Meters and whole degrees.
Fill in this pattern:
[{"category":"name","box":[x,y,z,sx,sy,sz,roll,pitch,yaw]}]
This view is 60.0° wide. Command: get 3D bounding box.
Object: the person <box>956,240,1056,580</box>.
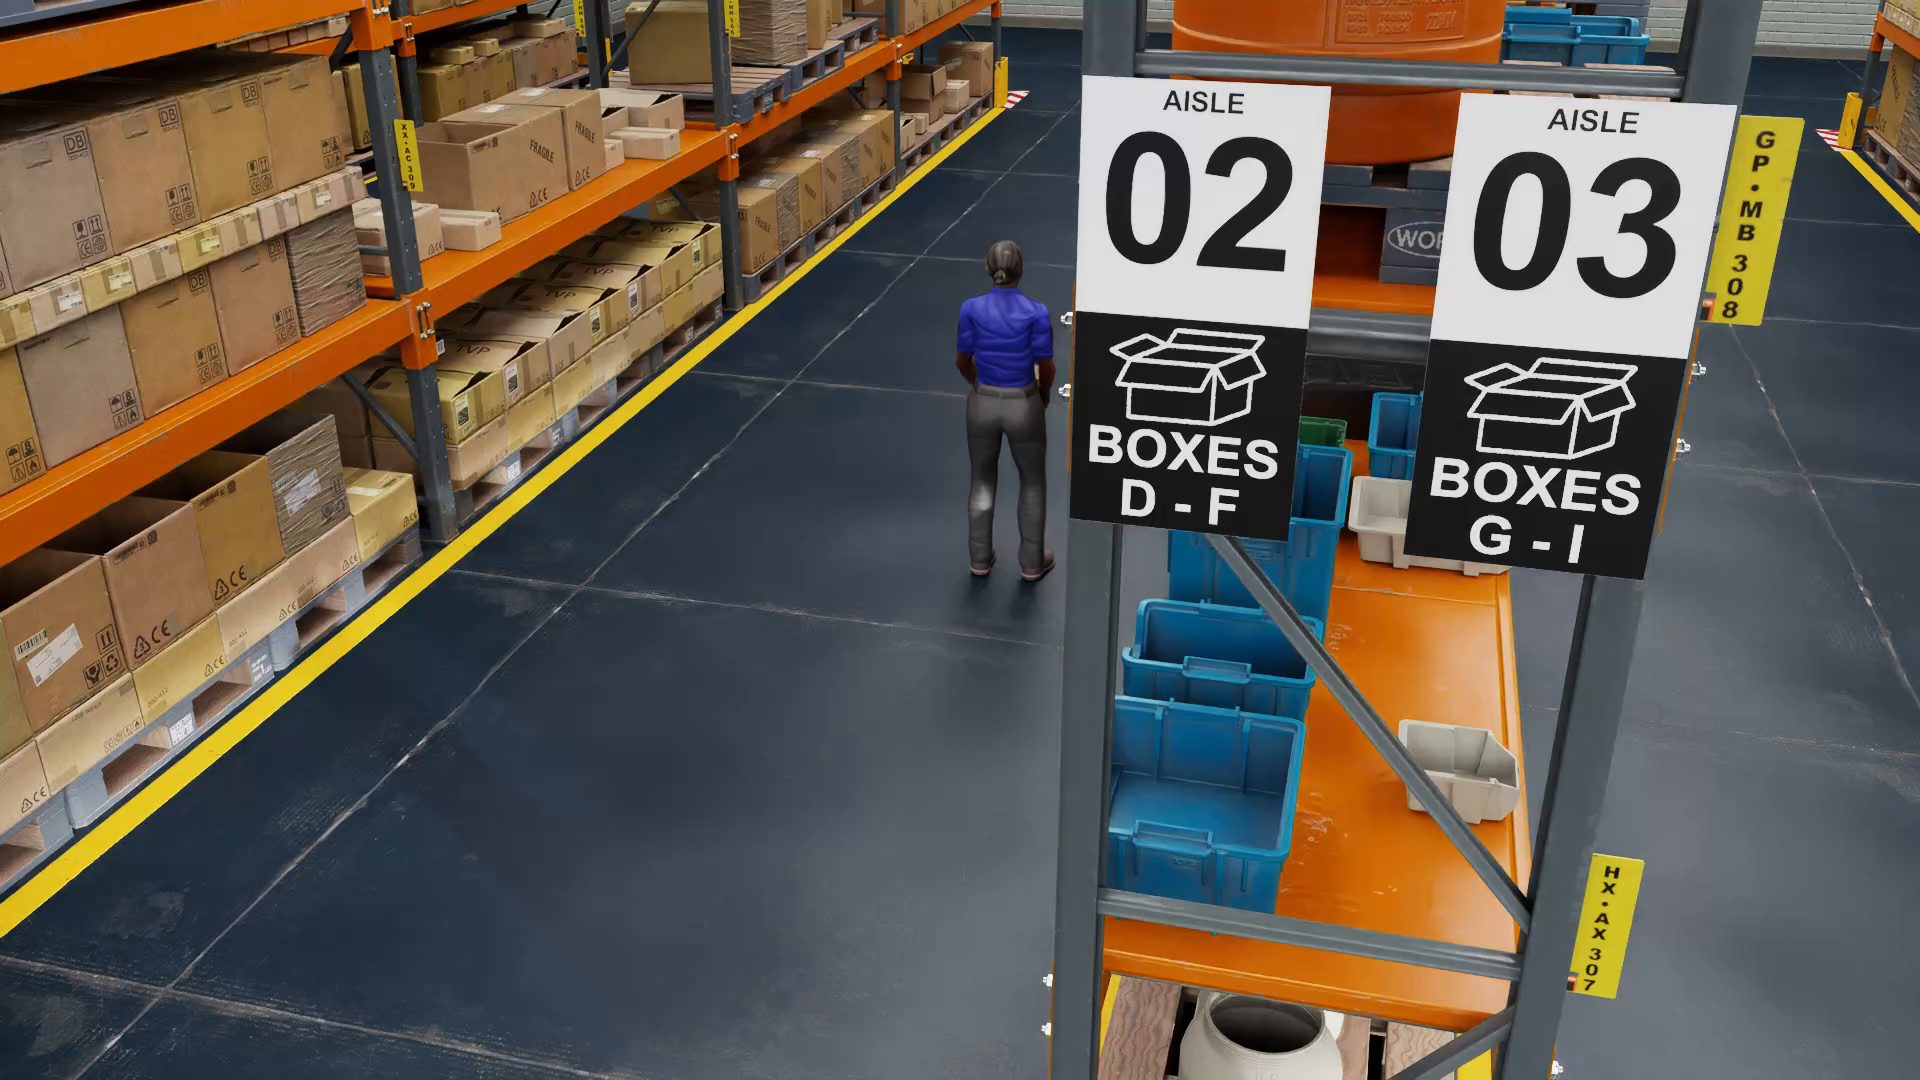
[{"category":"person","box":[0.226,-0.621,7.908,0.478,1.663,0.405,6,26,12]}]
